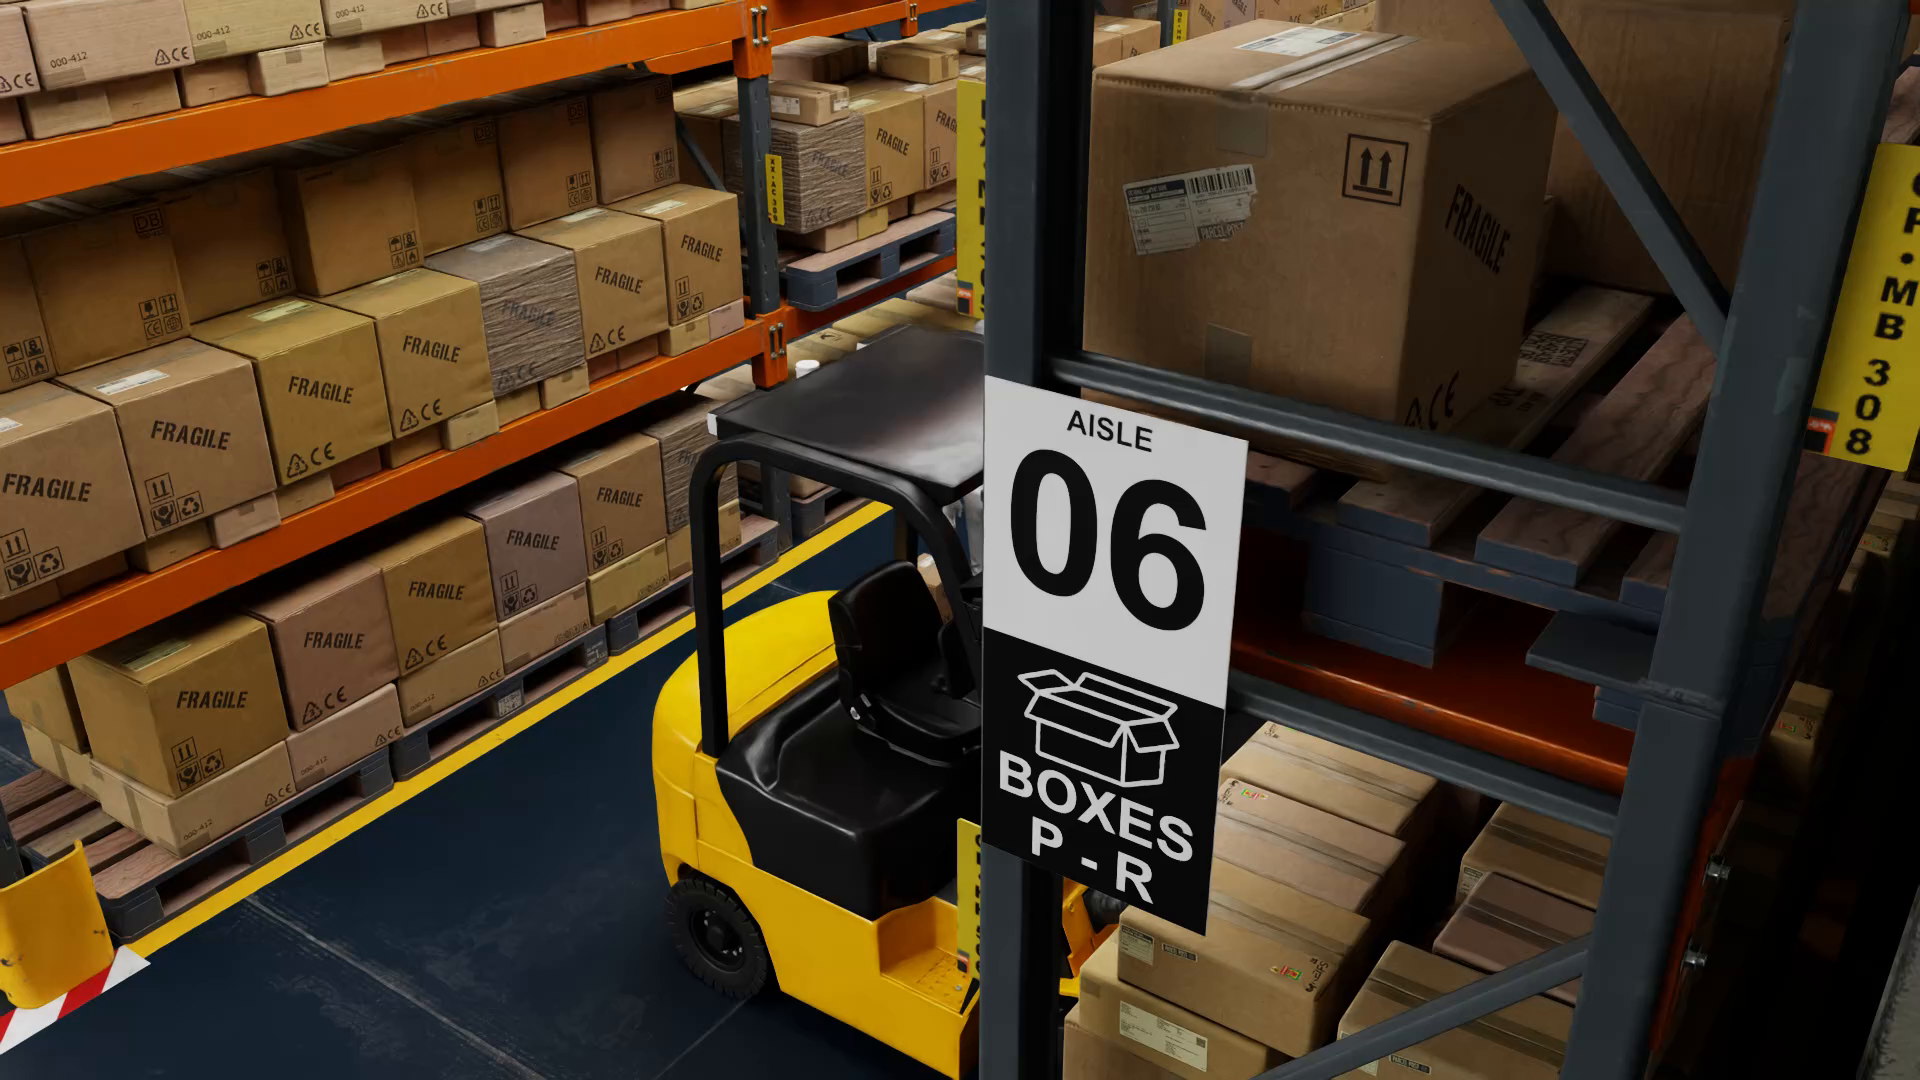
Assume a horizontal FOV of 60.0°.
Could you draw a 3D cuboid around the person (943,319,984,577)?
[{"bbox_3d":[0.191,-0.164,7.295,0.543,1.680,0.397,9,29,18],"label":"person"}]
